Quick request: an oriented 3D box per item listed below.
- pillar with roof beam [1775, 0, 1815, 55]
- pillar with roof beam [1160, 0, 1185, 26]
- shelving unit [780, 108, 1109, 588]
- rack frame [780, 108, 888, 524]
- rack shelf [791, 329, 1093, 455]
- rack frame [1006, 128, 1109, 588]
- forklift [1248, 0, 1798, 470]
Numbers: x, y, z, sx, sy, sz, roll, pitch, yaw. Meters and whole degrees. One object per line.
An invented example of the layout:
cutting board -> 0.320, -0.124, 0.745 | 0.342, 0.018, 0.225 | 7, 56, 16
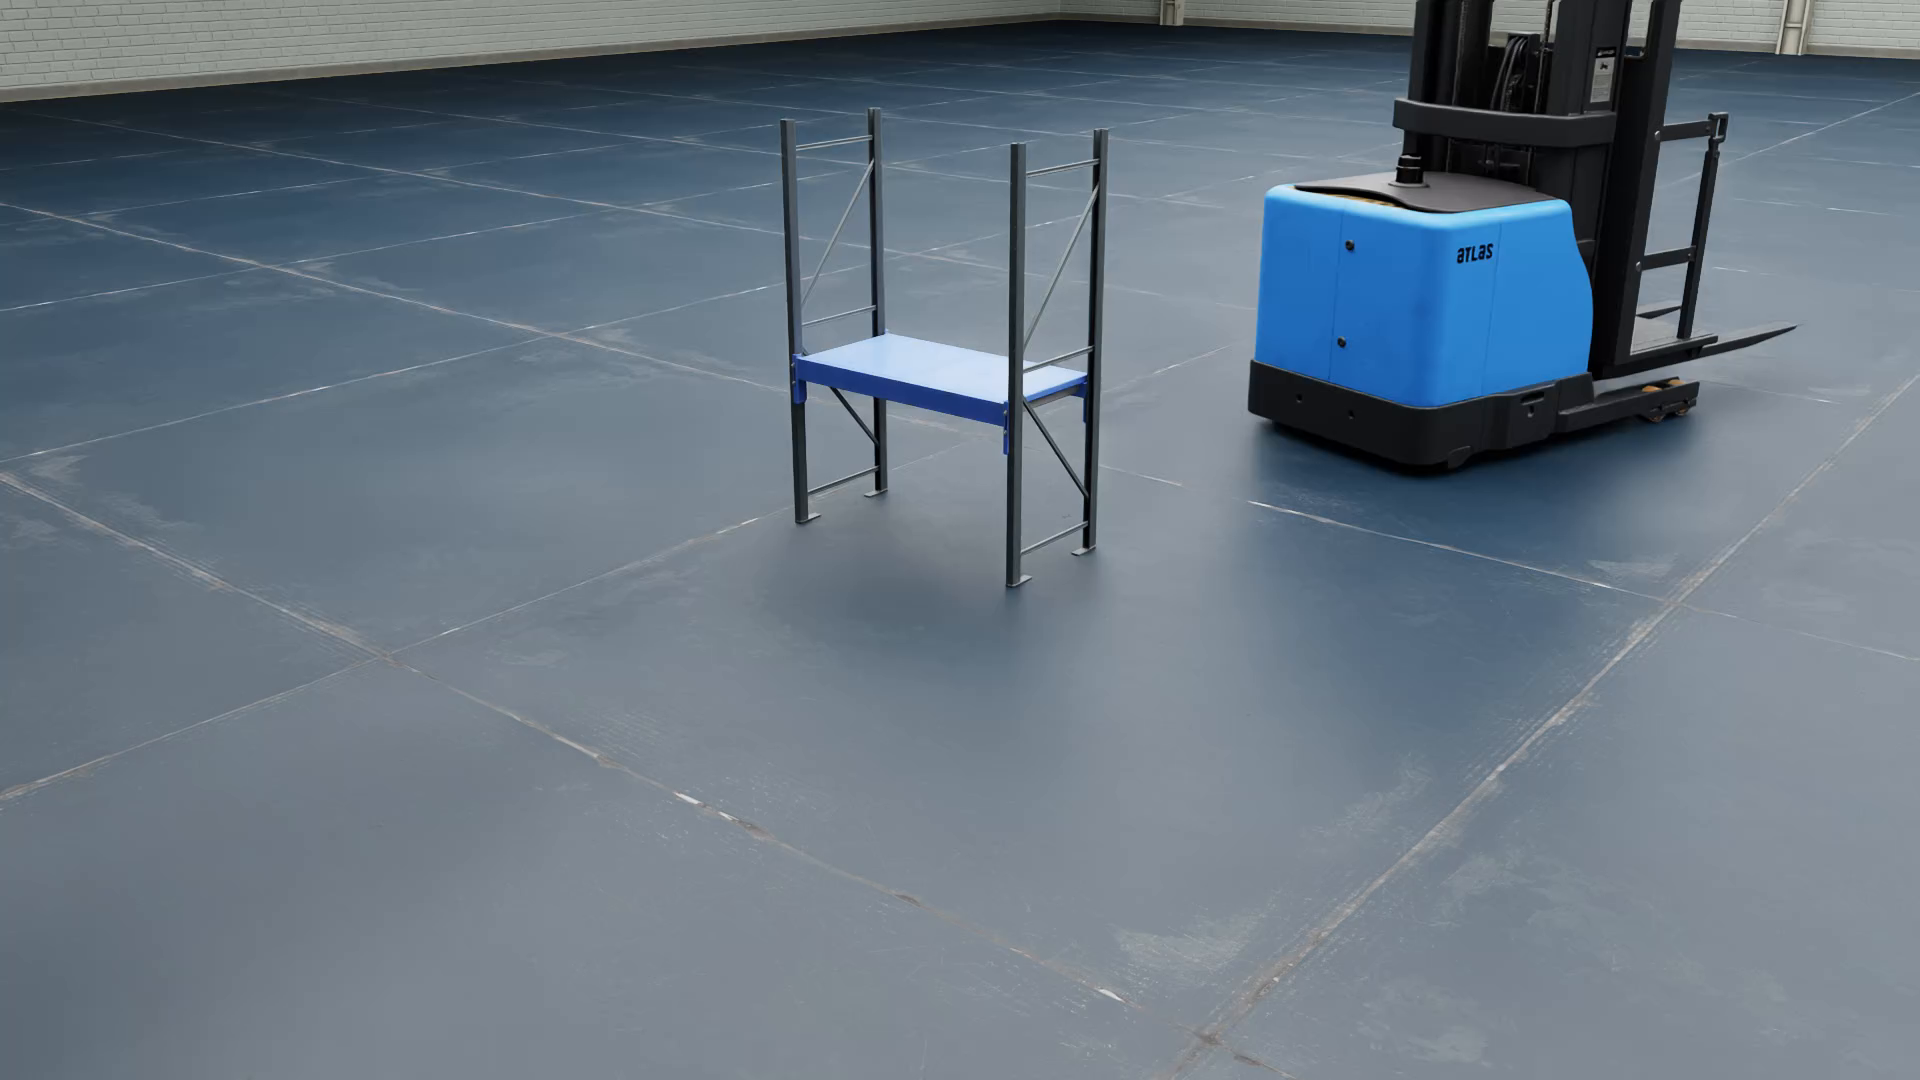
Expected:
pillar with roof beam -> 10.969, -11.044, 22.701 | 0.400, 9.000, 9.100 | 16, 26, 36
pillar with roof beam -> 1.672, -13.721, 29.801 | 0.400, 9.000, 9.100 | 16, 26, 36
shelving unit -> -0.066, -0.721, 5.954 | 1.048, 1.500, 0.538 | 16, 26, 36
rack frame -> -0.460, -0.834, 6.255 | 0.032, 1.500, 0.500 | 16, 26, 36
rack shelf -> -0.066, -0.552, 6.017 | 1.000, 0.185, 0.538 | 16, 26, 36
rack frame -> 0.328, -0.607, 5.653 | 0.032, 1.500, 0.500 | 16, 26, 36
forklift -> 2.806, -2.047, 7.443 | 3.031, 2.935, 1.130 | -14, 25, -32
